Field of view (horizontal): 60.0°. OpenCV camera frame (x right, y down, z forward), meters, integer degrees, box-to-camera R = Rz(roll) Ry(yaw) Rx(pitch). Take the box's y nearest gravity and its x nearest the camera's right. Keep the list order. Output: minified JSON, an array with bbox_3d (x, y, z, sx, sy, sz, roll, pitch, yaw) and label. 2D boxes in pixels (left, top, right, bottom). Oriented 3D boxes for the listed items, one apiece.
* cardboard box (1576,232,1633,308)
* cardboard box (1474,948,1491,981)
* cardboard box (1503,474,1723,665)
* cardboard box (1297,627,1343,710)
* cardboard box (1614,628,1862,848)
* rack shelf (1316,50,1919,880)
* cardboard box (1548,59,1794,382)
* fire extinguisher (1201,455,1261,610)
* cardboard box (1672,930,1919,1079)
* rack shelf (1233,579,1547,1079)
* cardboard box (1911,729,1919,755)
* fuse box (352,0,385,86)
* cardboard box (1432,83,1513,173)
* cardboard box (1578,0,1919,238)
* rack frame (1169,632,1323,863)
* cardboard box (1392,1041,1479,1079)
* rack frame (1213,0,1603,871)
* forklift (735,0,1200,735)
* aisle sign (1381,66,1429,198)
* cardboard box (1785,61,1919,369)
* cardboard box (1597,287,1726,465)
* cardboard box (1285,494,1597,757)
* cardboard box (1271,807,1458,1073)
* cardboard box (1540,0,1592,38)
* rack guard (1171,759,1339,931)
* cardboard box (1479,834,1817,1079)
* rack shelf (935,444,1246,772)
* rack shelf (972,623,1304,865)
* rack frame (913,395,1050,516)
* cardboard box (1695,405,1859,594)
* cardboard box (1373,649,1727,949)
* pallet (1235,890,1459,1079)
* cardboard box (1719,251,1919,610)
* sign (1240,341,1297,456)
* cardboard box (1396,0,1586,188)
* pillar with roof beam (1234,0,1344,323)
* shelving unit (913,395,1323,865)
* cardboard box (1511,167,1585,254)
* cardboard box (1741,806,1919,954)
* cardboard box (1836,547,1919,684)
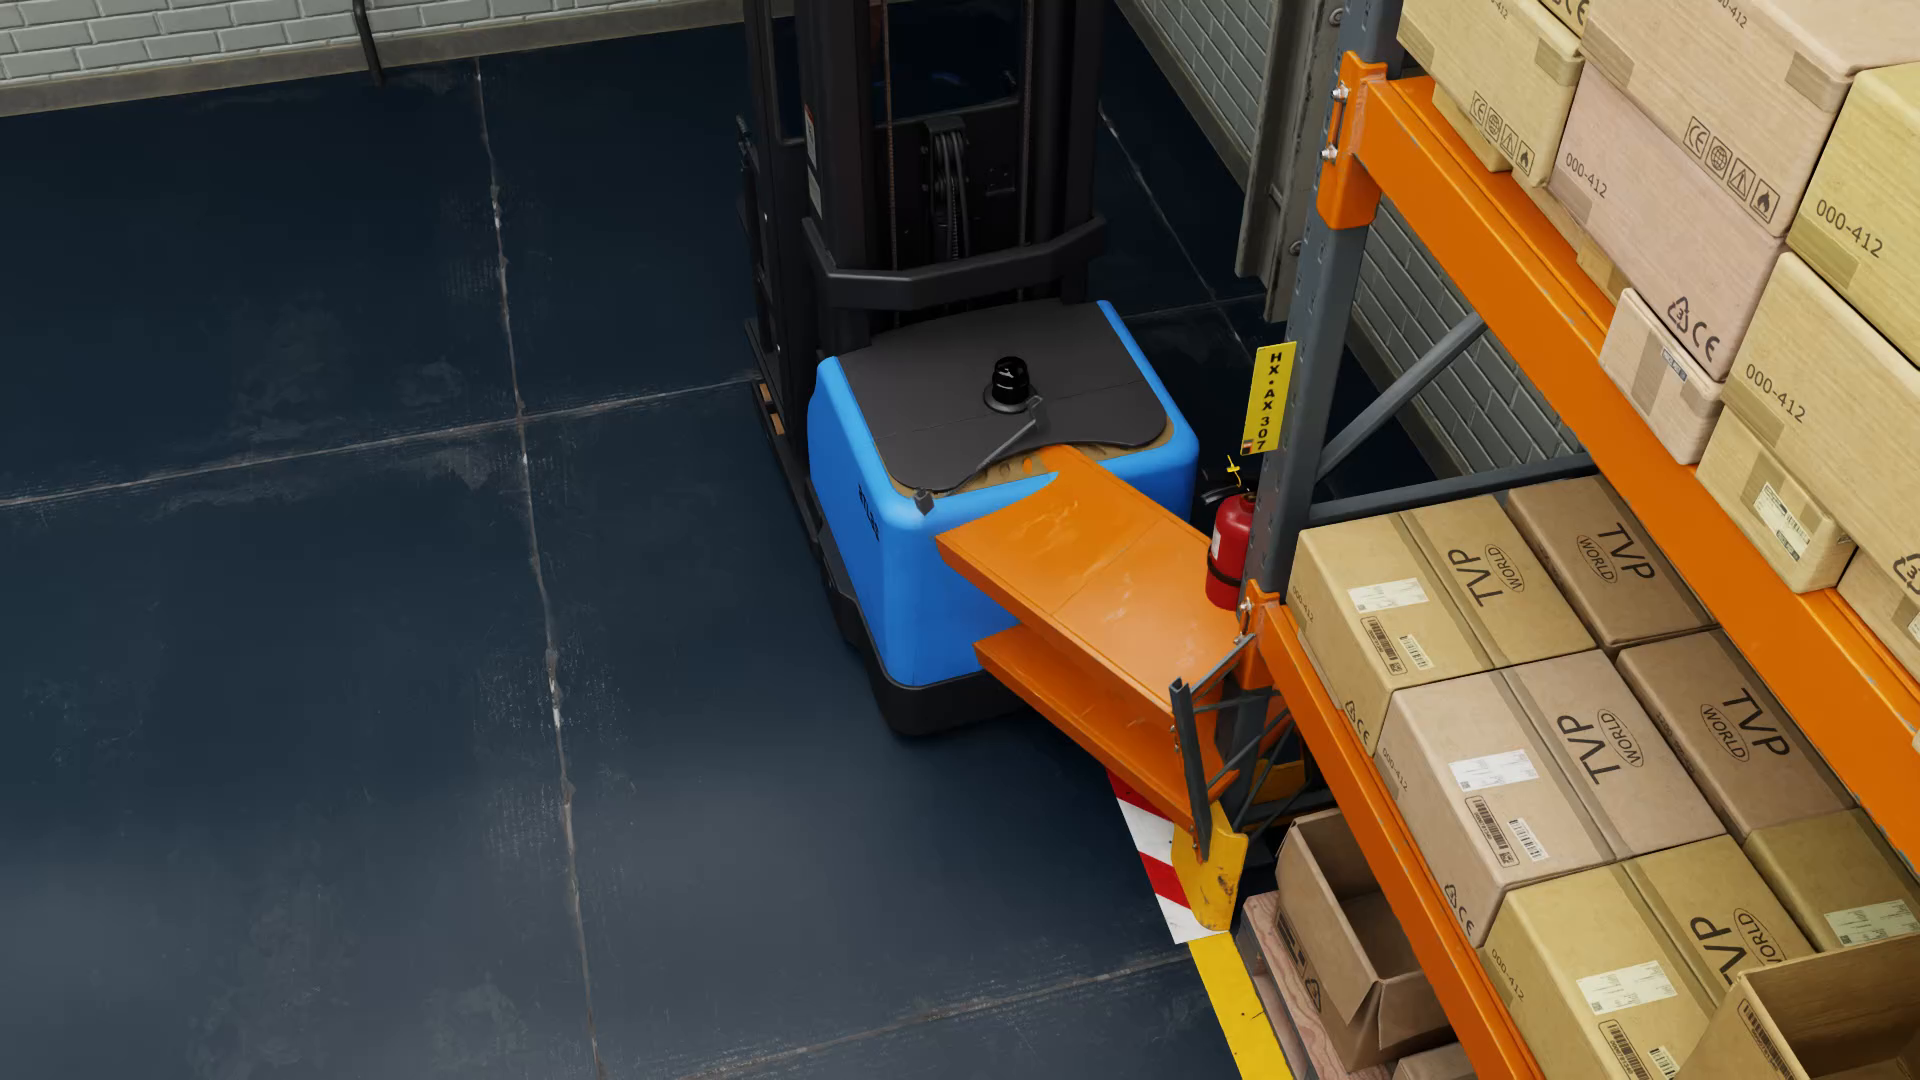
[{"bbox_3d":[1.241,-0.465,2.681,0.380,0.149,0.250,-11,47,-10],"label":"cardboard box"},{"bbox_3d":[1.278,0.771,3.570,0.380,0.149,0.250,-9,46,-9],"label":"cardboard box"},{"bbox_3d":[1.617,0.096,3.953,0.500,0.250,0.500,-9,46,-9],"label":"cardboard box"},{"bbox_3d":[1.061,0.243,4.087,0.380,0.149,0.250,-11,47,-11],"label":"cardboard box"},{"bbox_3d":[1.748,0.452,3.604,0.500,0.250,0.500,-11,47,-10],"label":"cardboard box"},{"bbox_3d":[1.755,0.461,2.102,1.077,0.370,4.000,-11,47,-10],"label":"rack shelf"},{"bbox_3d":[1.242,-0.520,2.456,0.500,0.250,0.500,-10,46,-10],"label":"cardboard box"},{"bbox_3d":[0.758,0.019,4.447,0.296,0.674,0.183,-11,47,-10],"label":"fire extinguisher"},{"bbox_3d":[1.483,0.962,2.579,0.500,0.500,0.500,-10,46,-9],"label":"cardboard box"},{"bbox_3d":[1.755,1.511,3.173,1.077,0.370,4.000,-11,47,-10],"label":"rack shelf"},{"bbox_3d":[1.398,0.255,1.976,0.380,0.149,0.250,-11,47,-10],"label":"cardboard box"},{"bbox_3d":[-2.953,-2.933,7.926,0.539,1.711,0.414,-11,47,-10],"label":"fuse box"},{"bbox_3d":[1.099,-0.821,3.030,0.380,0.149,0.250,-10,46,-9],"label":"cardboard box"},{"bbox_3d":[1.225,-0.691,2.274,0.500,0.250,0.500,-11,47,-11],"label":"cardboard box"},{"bbox_3d":[0.832,0.576,4.709,0.500,1.125,0.032,-40,53,-18],"label":"rack frame"},{"bbox_3d":[1.379,1.469,4.412,0.380,0.149,0.250,-12,47,-12],"label":"cardboard box"},{"bbox_3d":[1.243,-0.122,4.269,1.000,3.000,0.127,-11,47,-10],"label":"rack frame"},{"bbox_3d":[-0.199,-1.451,5.620,1.130,2.935,3.031,-13,47,-13],"label":"forklift"},{"bbox_3d":[0.941,-1.025,3.334,0.394,0.787,0.004,-11,47,-10],"label":"aisle sign"},{"bbox_3d":[1.367,-0.347,1.936,0.500,0.250,0.500,-11,47,-11],"label":"cardboard box"},{"bbox_3d":[1.205,-0.274,2.494,0.380,0.149,0.250,-10,46,-9],"label":"cardboard box"},{"bbox_3d":[1.098,0.189,3.861,0.500,0.250,0.500,-10,47,-10],"label":"cardboard box"},{"bbox_3d":[1.308,1.045,4.580,0.797,0.503,0.637,-12,47,-12],"label":"cardboard box"},{"bbox_3d":[1.113,-1.046,2.621,0.500,0.250,0.500,-11,47,-11],"label":"cardboard box"},{"bbox_3d":[1.262,0.806,5.111,1.175,0.500,0.348,-11,47,-10],"label":"rack guard"},{"bbox_3d":[1.361,0.886,3.178,0.500,0.250,0.500,-12,47,-11],"label":"cardboard box"},{"bbox_3d":[0.441,0.144,4.780,0.538,0.278,1.000,-40,53,-18],"label":"rack shelf"},{"bbox_3d":[0.548,0.478,5.187,0.538,0.278,1.000,-40,53,-18],"label":"rack shelf"},{"bbox_3d":[0.167,0.076,5.294,0.500,1.125,0.032,-40,53,-18],"label":"rack frame"},{"bbox_3d":[1.279,-0.094,2.318,0.380,0.149,0.250,-11,47,-10],"label":"cardboard box"},{"bbox_3d":[1.228,0.537,3.520,0.500,0.250,0.500,-10,46,-10],"label":"cardboard box"},{"bbox_3d":[1.467,1.457,4.675,1.003,0.211,1.213,-11,47,-10],"label":"pallet"},{"bbox_3d":[1.361,-0.164,2.107,0.500,0.250,0.500,-12,47,-12],"label":"cardboard box"},{"bbox_3d":[0.718,-0.326,3.863,0.100,0.325,0.005,-11,47,-10],"label":"sign"},{"bbox_3d":[1.092,-0.867,2.796,0.500,0.250,0.500,-11,47,-11],"label":"cardboard box"},{"bbox_3d":[-2.738,-3.461,3.341,9.100,9.000,0.400,-11,47,-10],"label":"pillar with roof beam"},{"bbox_3d":[0.500,0.326,5.001,0.538,1.125,1.048,-40,53,-18],"label":"shelving unit"},{"bbox_3d":[1.192,-0.645,2.858,0.380,0.149,0.250,-10,46,-10],"label":"cardboard box"},{"bbox_3d":[1.870,0.795,3.268,0.500,0.250,0.500,-9,46,-9],"label":"cardboard box"},{"bbox_3d":[1.402,0.065,2.162,0.380,0.149,0.250,-11,47,-11],"label":"cardboard box"}]
